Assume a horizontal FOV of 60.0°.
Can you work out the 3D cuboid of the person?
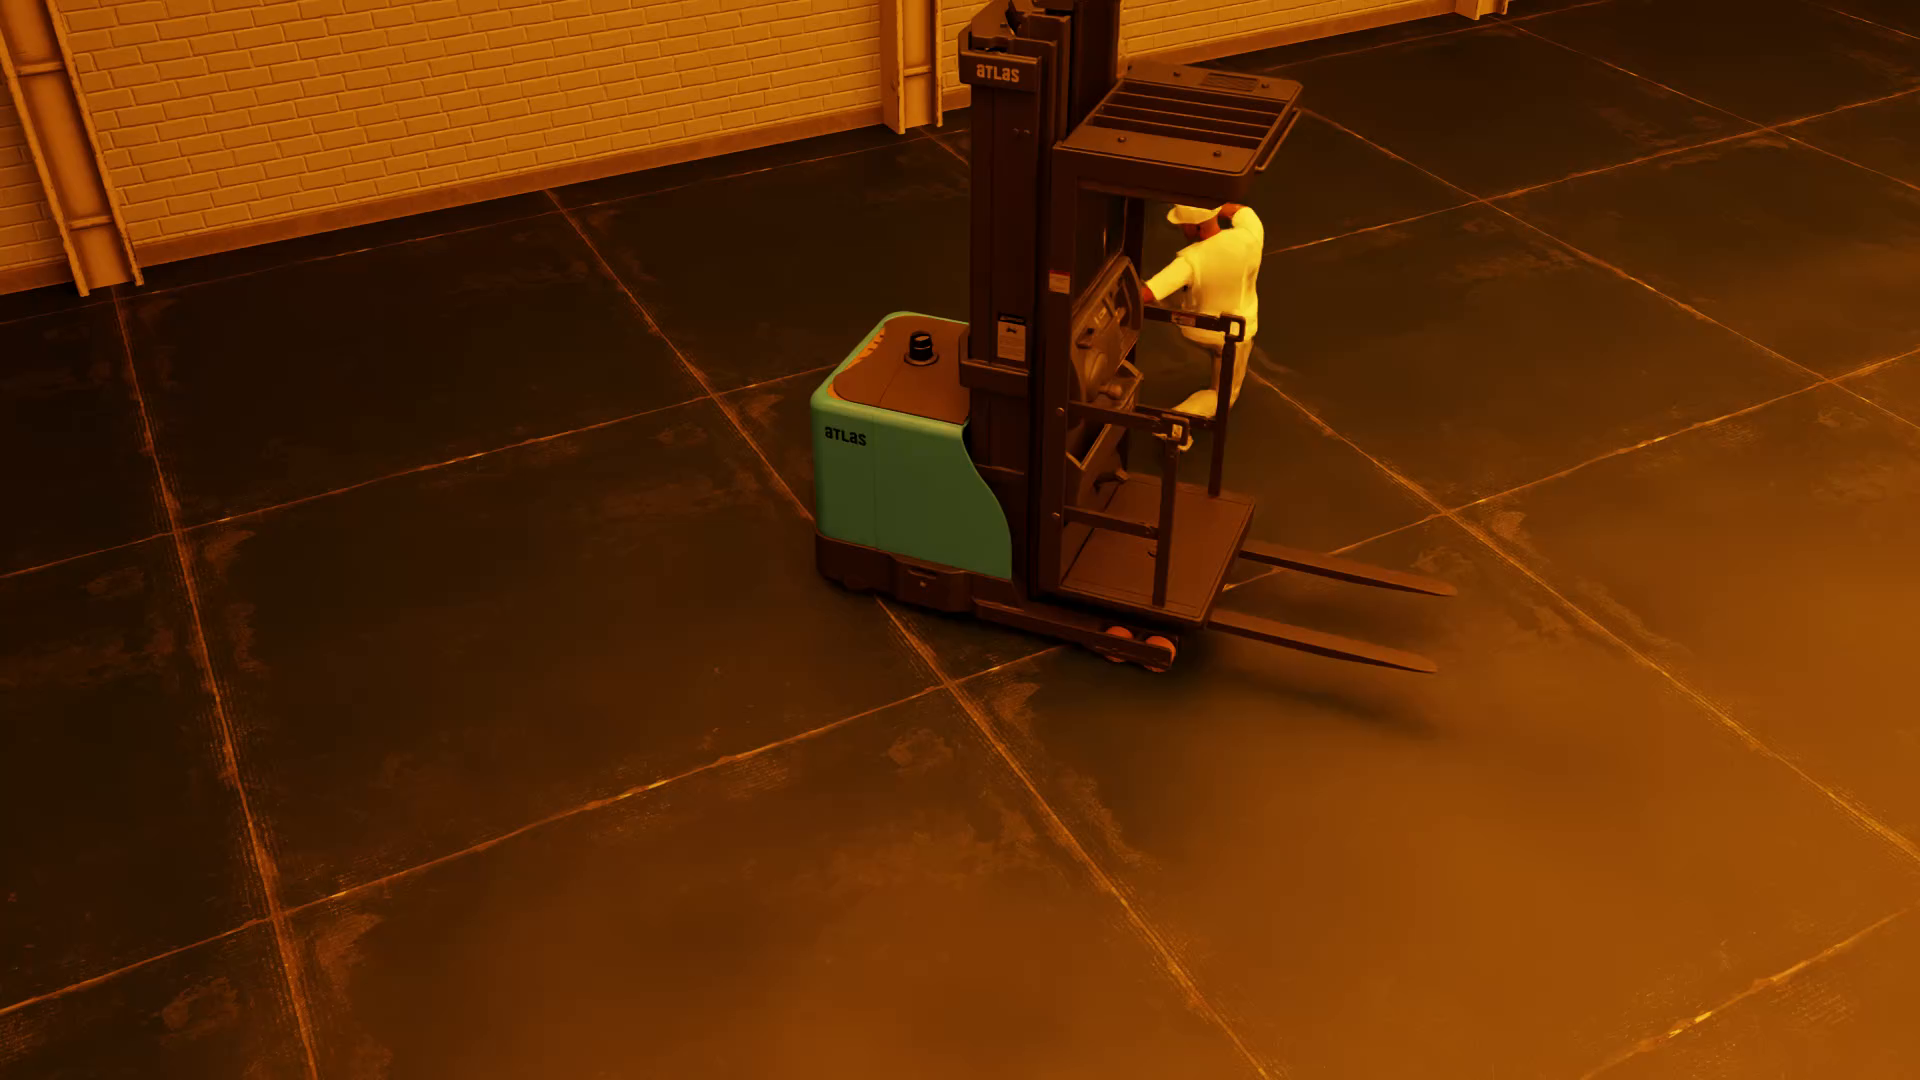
[{"bbox_3d":[1.236,-1.281,9.213,0.839,1.502,0.973,14,38,19],"label":"person"}]

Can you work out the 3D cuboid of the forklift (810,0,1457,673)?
[{"bbox_3d":[0.849,-0.929,7.437,3.031,2.935,1.130,13,37,18],"label":"forklift"}]
